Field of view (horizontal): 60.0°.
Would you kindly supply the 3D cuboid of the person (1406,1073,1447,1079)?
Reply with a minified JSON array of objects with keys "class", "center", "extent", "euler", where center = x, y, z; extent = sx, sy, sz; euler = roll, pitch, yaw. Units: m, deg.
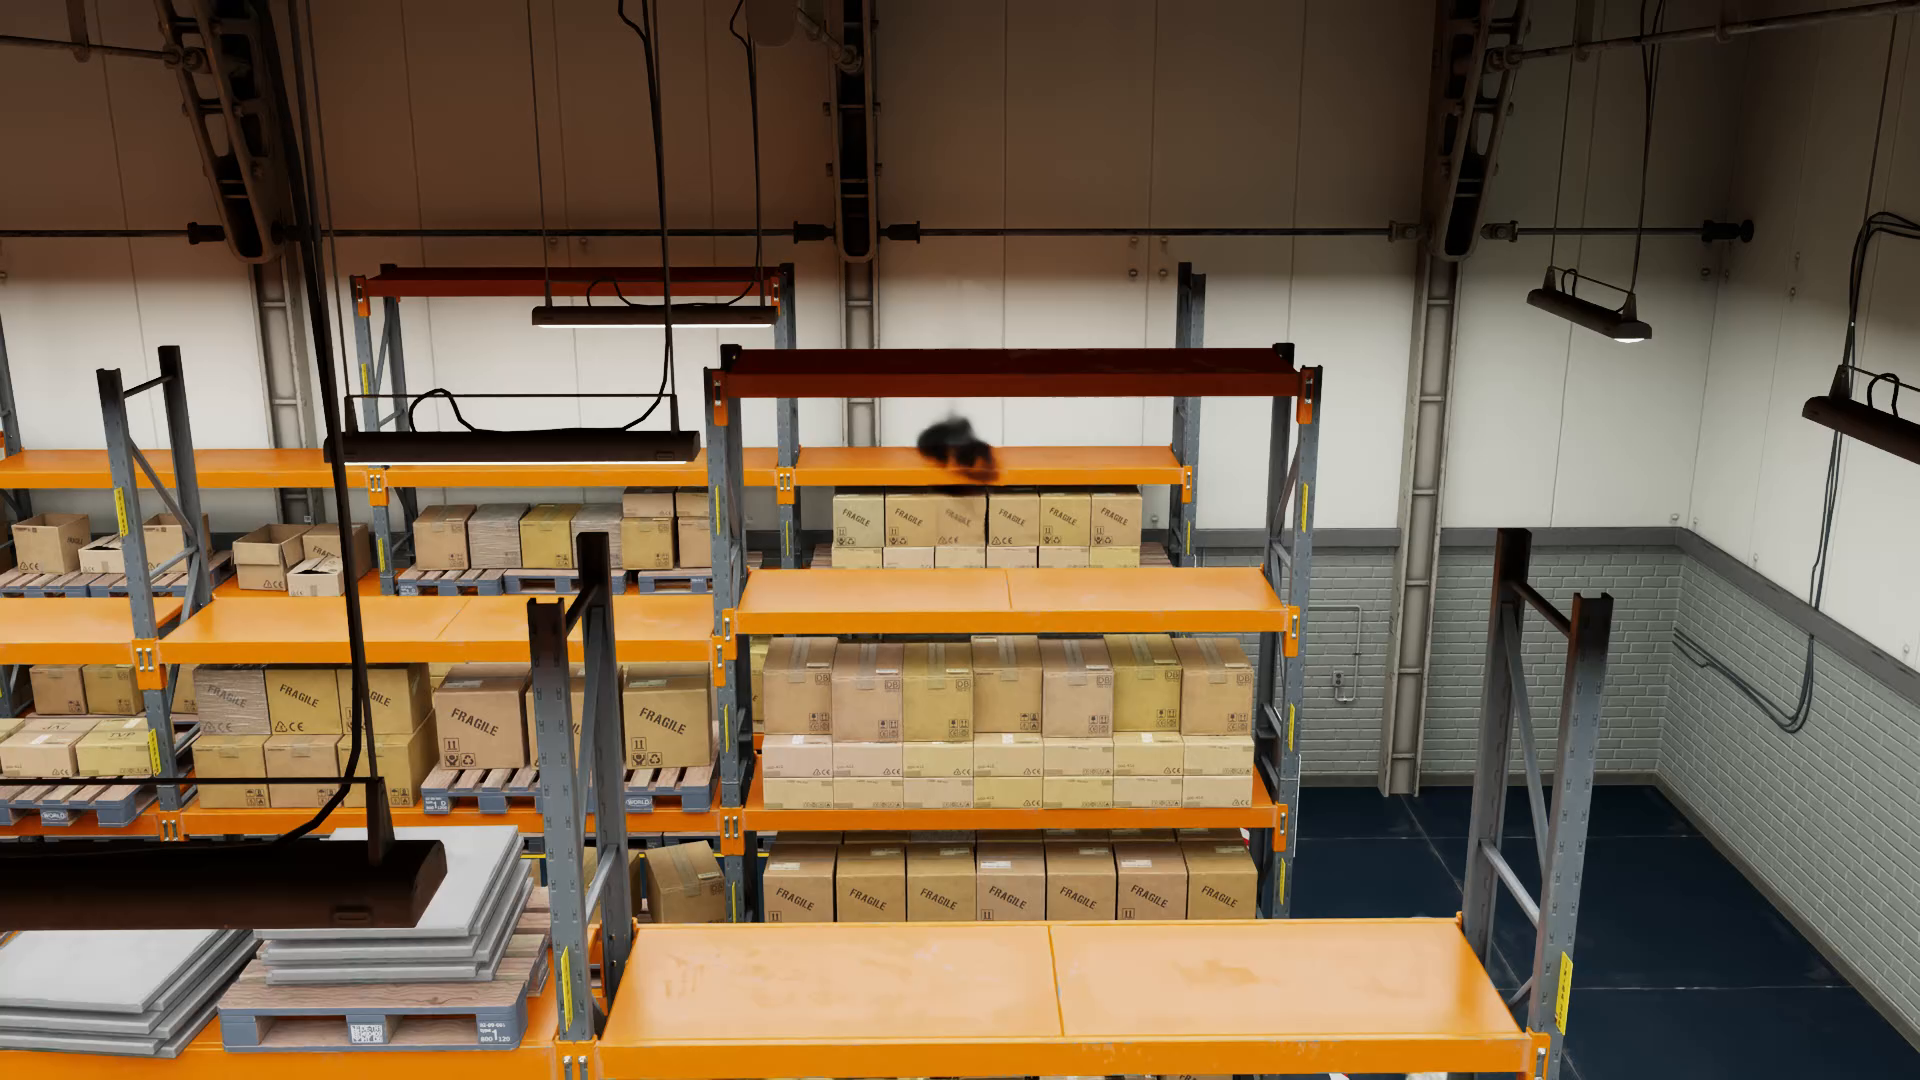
[{"class":"person","center":[3.414,3.800,12.308],"extent":[0.710,1.713,0.571],"euler":[5,17,15]}]
